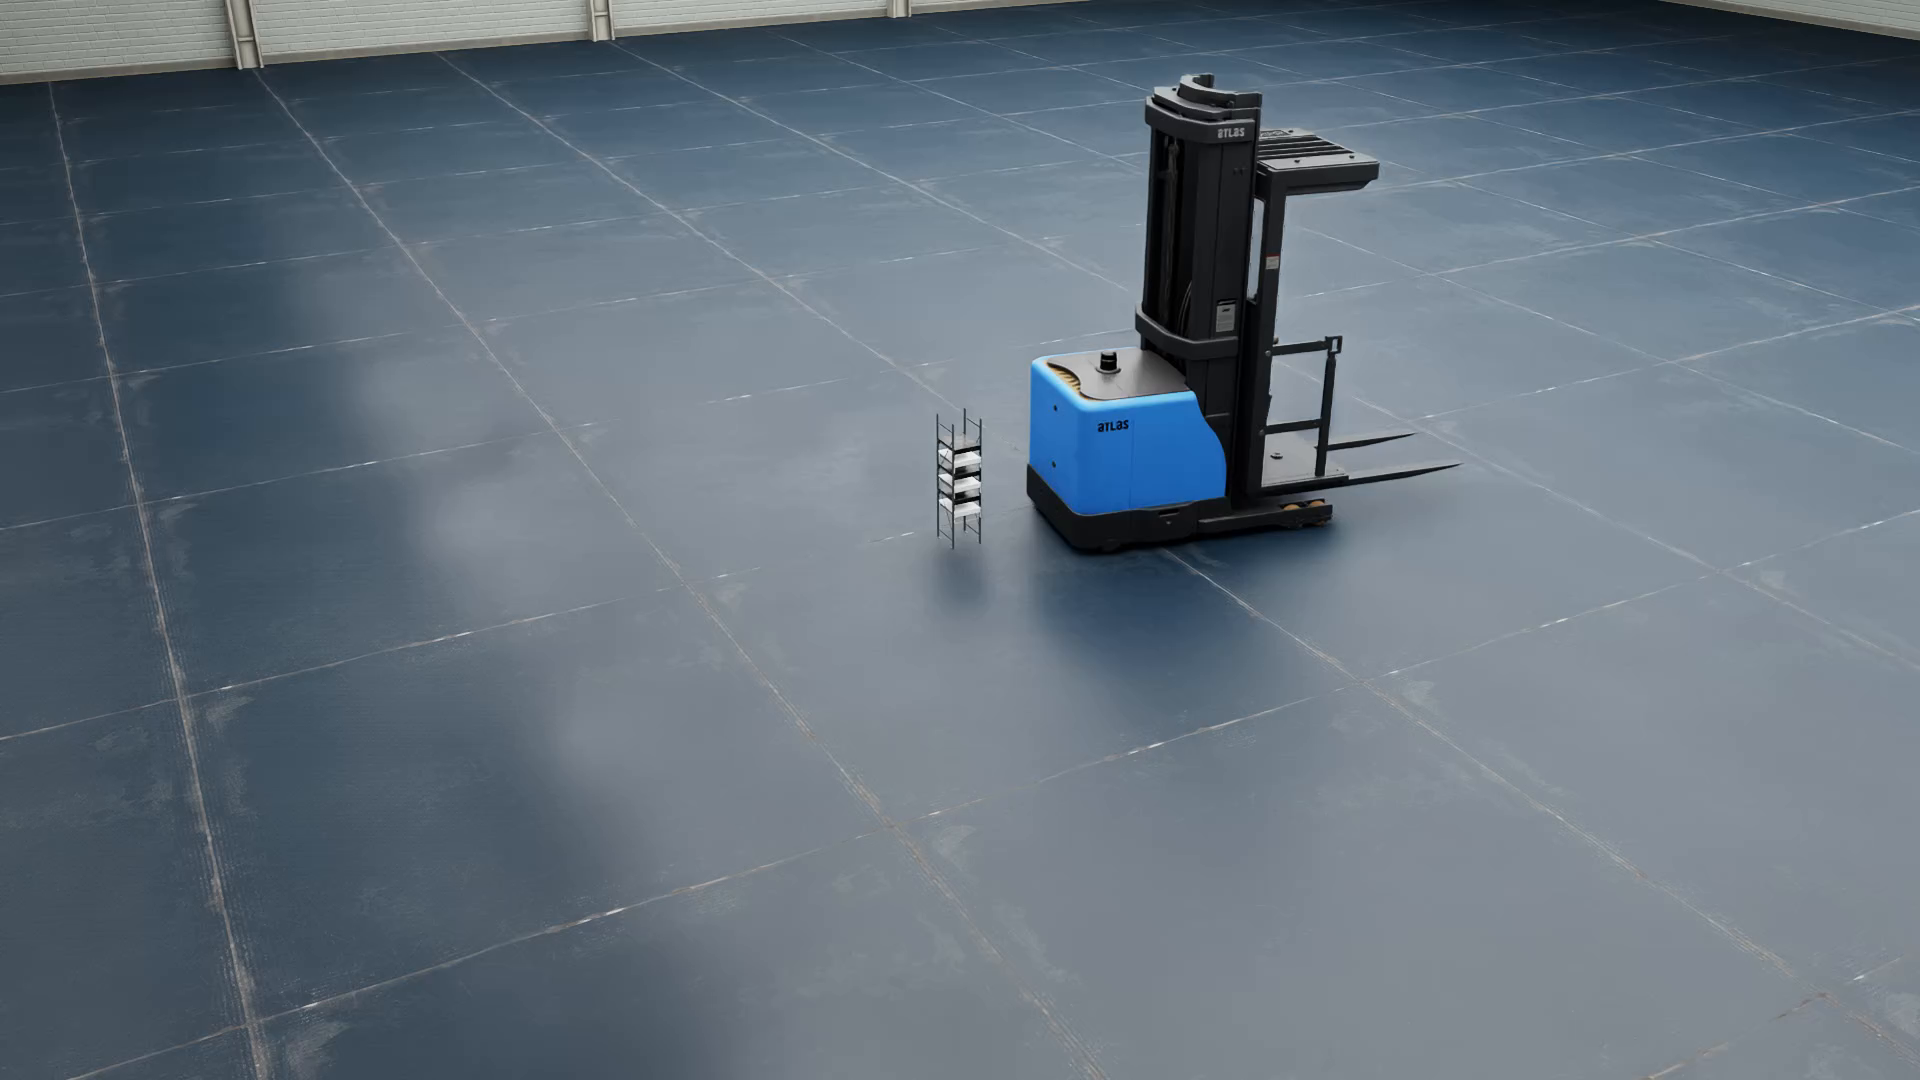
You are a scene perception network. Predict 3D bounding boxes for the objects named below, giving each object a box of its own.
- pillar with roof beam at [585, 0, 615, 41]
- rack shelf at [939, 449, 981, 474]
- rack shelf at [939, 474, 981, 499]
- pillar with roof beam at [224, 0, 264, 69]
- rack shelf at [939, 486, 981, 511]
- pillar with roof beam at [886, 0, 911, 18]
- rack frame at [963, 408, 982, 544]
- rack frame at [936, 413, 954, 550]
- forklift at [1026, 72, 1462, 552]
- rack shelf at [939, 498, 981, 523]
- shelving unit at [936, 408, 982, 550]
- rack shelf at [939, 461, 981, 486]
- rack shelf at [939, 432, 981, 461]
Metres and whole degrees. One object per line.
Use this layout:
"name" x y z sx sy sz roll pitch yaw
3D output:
"pillar with roof beam" -4.470 -11.492 24.789 0.400 9.000 9.100 -13 29 -25
"rack shelf" -0.007 -0.536 10.988 0.200 0.077 0.258 -13 29 -25
"rack shelf" -0.007 -0.374 11.066 0.200 0.077 0.258 -13 29 -25
"pillar with roof beam" -9.764 -10.270 22.244 0.400 9.000 9.100 -13 29 -25
"rack shelf" -0.007 -0.293 11.105 0.200 0.077 0.258 -13 29 -25
"pillar with roof beam" 0.824 -12.714 27.334 0.400 9.000 9.100 -13 29 -25
"rack frame" 0.083 -0.425 11.095 0.006 0.900 0.240 -13 29 -25
"rack frame" -0.097 -0.383 11.009 0.006 0.900 0.240 -13 29 -25
"forklift" 2.046 -1.604 11.203 3.031 2.935 1.130 -8 27 -16
"rack shelf" -0.007 -0.212 11.144 0.200 0.077 0.258 -13 29 -25
"shelving unit" -0.007 -0.404 11.052 0.210 0.900 0.258 -13 29 -25
"rack shelf" -0.007 -0.455 11.027 0.200 0.077 0.258 -13 29 -25
"rack shelf" -0.007 -0.617 10.949 0.200 0.077 0.258 -13 29 -25
